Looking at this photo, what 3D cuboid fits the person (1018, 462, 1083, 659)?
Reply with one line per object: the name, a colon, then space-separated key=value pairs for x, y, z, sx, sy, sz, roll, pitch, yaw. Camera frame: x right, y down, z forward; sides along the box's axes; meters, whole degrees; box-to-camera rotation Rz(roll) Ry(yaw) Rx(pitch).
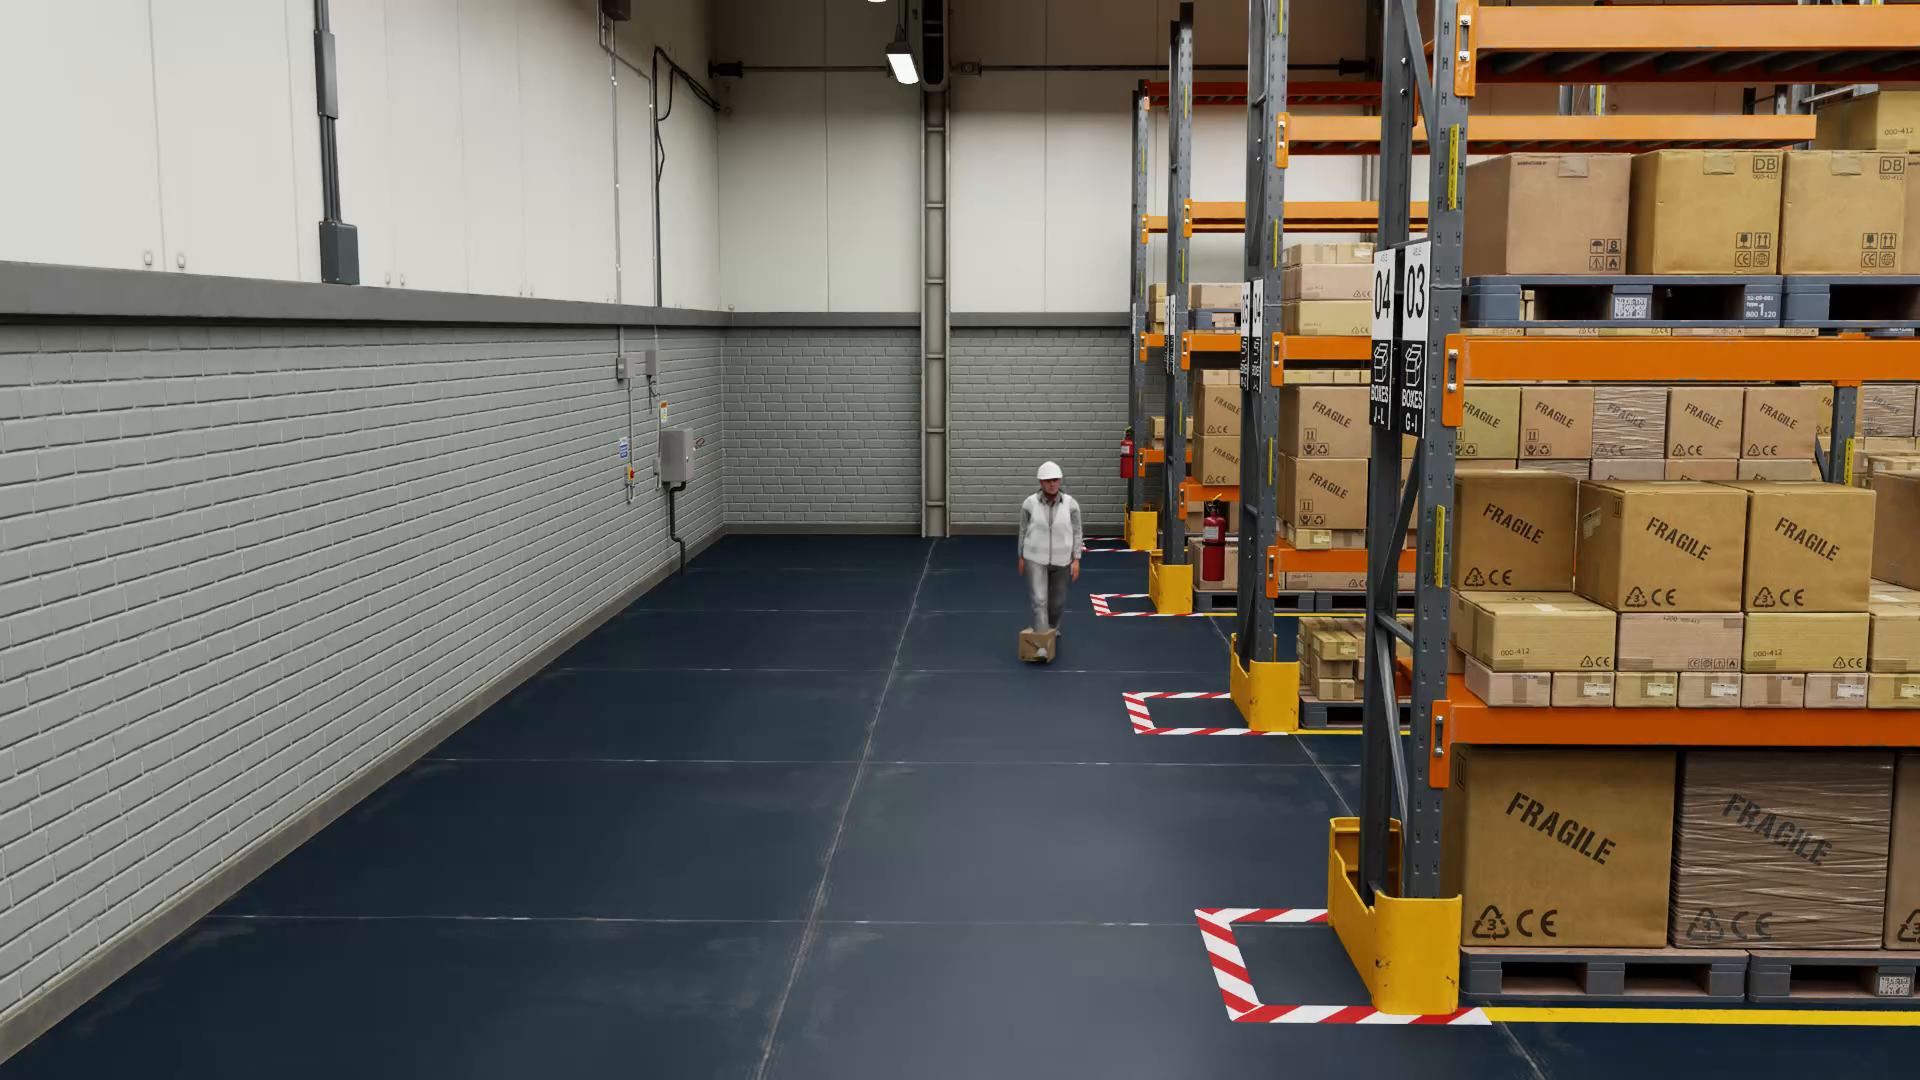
person: x=0.795 y=0.156 z=14.637 sx=0.552 sy=1.712 sz=1.112 roll=-1 pitch=7 yaw=-5
